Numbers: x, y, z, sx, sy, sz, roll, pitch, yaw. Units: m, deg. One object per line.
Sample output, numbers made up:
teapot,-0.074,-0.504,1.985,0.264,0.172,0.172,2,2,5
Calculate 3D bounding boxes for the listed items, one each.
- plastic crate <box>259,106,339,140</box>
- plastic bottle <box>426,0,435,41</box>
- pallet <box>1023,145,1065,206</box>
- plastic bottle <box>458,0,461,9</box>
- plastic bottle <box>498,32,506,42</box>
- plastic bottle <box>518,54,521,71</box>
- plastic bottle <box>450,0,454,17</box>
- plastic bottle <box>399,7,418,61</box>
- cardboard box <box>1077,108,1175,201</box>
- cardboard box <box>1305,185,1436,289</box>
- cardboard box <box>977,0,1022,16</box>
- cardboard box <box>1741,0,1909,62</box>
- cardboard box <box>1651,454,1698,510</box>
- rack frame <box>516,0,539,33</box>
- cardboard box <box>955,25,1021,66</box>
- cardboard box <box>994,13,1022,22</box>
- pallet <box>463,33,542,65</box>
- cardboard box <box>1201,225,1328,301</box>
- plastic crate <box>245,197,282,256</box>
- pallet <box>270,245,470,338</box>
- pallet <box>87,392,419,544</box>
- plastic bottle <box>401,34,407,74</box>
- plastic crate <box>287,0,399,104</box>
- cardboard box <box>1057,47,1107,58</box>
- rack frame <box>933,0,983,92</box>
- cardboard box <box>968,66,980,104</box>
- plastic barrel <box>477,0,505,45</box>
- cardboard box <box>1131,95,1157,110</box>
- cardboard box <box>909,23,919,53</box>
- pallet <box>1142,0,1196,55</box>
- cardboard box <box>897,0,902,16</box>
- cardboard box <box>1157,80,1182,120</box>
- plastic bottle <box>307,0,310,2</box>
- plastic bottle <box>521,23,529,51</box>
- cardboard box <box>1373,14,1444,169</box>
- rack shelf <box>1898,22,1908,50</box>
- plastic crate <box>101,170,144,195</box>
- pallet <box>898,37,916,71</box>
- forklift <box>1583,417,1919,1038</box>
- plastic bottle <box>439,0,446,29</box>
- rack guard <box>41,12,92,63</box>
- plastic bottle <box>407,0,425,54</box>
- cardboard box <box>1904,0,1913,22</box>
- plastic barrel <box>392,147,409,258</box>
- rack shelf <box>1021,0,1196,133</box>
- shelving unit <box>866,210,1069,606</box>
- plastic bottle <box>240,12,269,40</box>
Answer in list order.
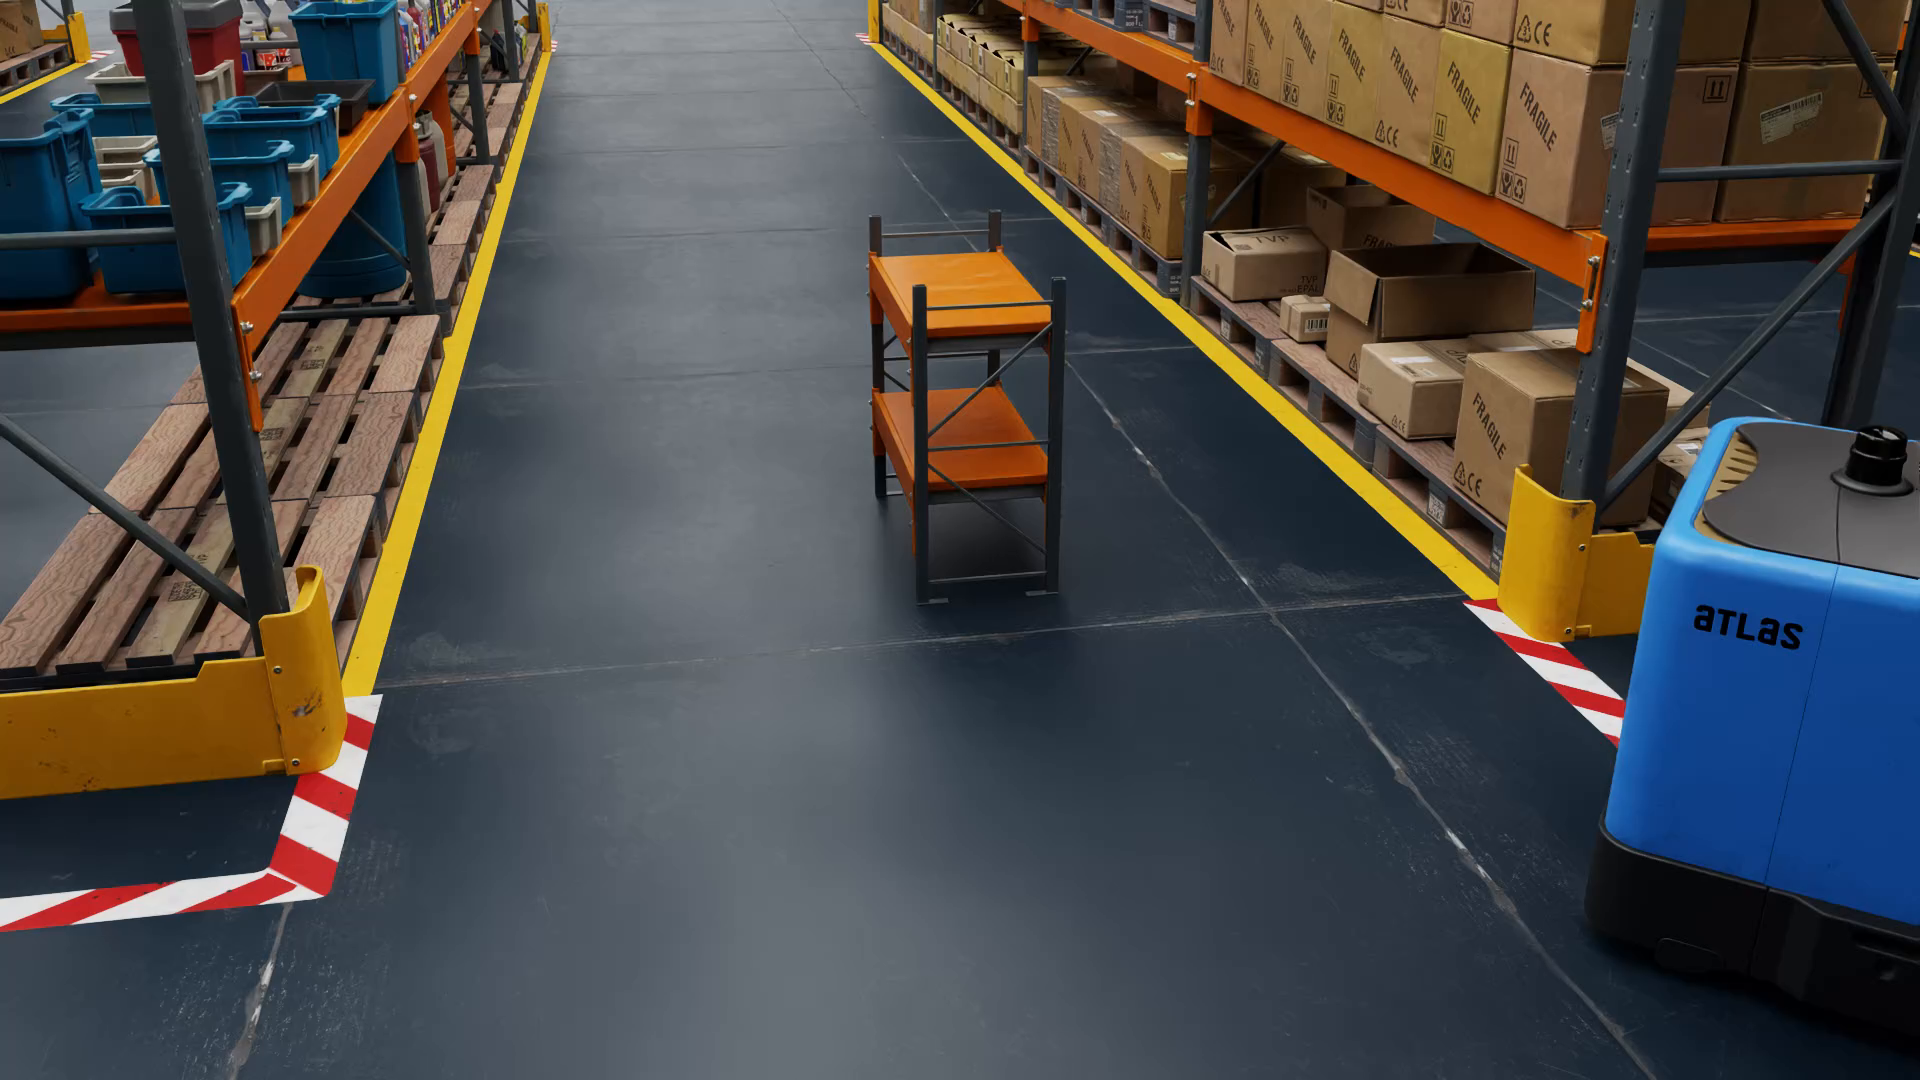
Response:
plastic crate,-2.532,-1.565,6.339,0.293,0.136,0.466,-4,24,-10
plastic bottle,-3.087,-3.013,9.563,0.097,0.271,0.097,0,24,0
pallet,1.080,-2.685,12.134,1.003,0.211,1.213,-4,24,-10
plastic bottle,-3.395,-3.713,11.150,0.061,0.283,0.133,-4,24,-10
plastic bottle,-4.625,-4.990,16.780,0.152,0.276,0.135,-4,24,-10
plastic bottle,-4.294,-4.624,16.037,0.097,0.201,0.097,0,24,0
plastic bottle,-3.313,-3.494,10.662,0.097,0.271,0.097,0,24,0
plastic bottle,-2.923,-2.664,8.762,0.097,0.271,0.097,0,24,0
cardboard box,1.075,-2.507,10.816,0.500,0.500,0.500,-5,24,-12
cardboard box,2.103,-1.539,8.599,0.500,0.500,0.500,-4,24,-10
cardboard box,0.462,-5.314,16.644,0.500,0.500,0.500,-4,24,-10
cardboard box,2.636,-1.811,5.274,0.500,0.500,0.500,-4,24,-8
cardboard box,2.719,-0.198,5.967,0.380,0.149,0.250,-4,24,-10
rack frame,-5.368,-7.041,18.623,1.000,3.000,0.127,-4,24,-10
cardboard box,0.256,-4.440,14.879,0.500,0.311,0.500,-5,24,-11
cardboard box,0.597,-4.884,15.895,0.500,0.311,0.500,-4,24,-10
pallet,-5.163,-5.417,18.388,1.003,0.211,1.213,-4,24,-10
cardboard box,1.584,-1.474,8.687,0.500,0.311,0.500,-4,24,-10
plastic crate,-2.110,-0.908,4.835,0.250,0.136,0.298,-4,24,-10
pallet,-3.251,-1.349,9.076,1.003,0.211,1.213,-4,24,-10
pallet,-2.746,-0.276,6.617,1.003,0.211,1.213,-4,24,-10
plastic bottle,-2.798,-2.443,8.242,0.061,0.283,0.133,-4,24,-10
plastic crate,-2.728,-2.183,7.444,0.392,0.384,0.575,-4,24,-10
cardboard box,1.066,-3.882,13.602,0.500,0.311,0.500,-5,24,-11
rack frame,0.240,-5.833,15.857,1.000,3.000,0.127,-4,24,-10
cardboard box,0.356,-3.983,14.533,0.500,0.250,0.500,-4,24,-9
plastic barrel,-5.079,-5.643,18.006,0.421,0.512,0.421,0,24,0
cardboard box,1.479,-2.761,11.398,0.500,0.500,0.500,-5,24,-12
cardboard box,-0.250,-5.324,17.603,0.500,0.250,0.500,-4,24,-10
pallet,1.679,-2.920,9.429,1.003,0.211,1.213,-4,24,-10
cardboard box,-0.420,-6.062,18.357,0.500,0.500,0.500,-4,24,-10
cardboard box,1.591,-2.885,10.743,0.500,0.250,0.500,-5,24,-11
plastic bottle,-3.870,-3.098,9.750,0.152,0.276,0.135,-4,24,-10
plastic bottle,-4.558,-5.263,17.397,0.061,0.283,0.133,-4,24,-8
cardboard box,1.922,-1.715,6.304,0.500,0.500,0.500,-4,24,-9
rack shelf,6.217,-3.511,11.440,1.077,0.370,4.000,-4,24,-10
plastic crate,-2.778,-1.076,5.221,0.396,0.136,0.243,-4,24,-10
pallet,-0.095,-5.352,18.239,1.003,0.211,1.213,-4,24,-10
forklift,3.041,-0.236,3.129,3.031,2.935,1.130,13,27,27
plastic bottle,-3.184,-3.264,10.120,0.061,0.283,0.133,-4,24,-10
rack guard,-10.222,-5.499,18.216,1.175,0.500,0.348,-4,24,-10
plastic bottle,-2.962,-2.792,9.042,0.061,0.283,0.133,-4,24,-10
cardboard box,6.066,-3.362,10.490,0.380,0.149,0.250,-4,24,-10
plastic barrel,-3.364,-2.045,9.282,0.600,0.901,0.708,-4,24,-10
rack shelf,1.349,-3.143,10.597,1.077,0.370,4.000,-4,24,-10
shelving unit,0.001,-0.513,6.019,0.538,1.125,1.048,-4,24,-10
plastic bottle,-3.607,-2.539,8.470,0.152,0.276,0.135,-4,24,-10
